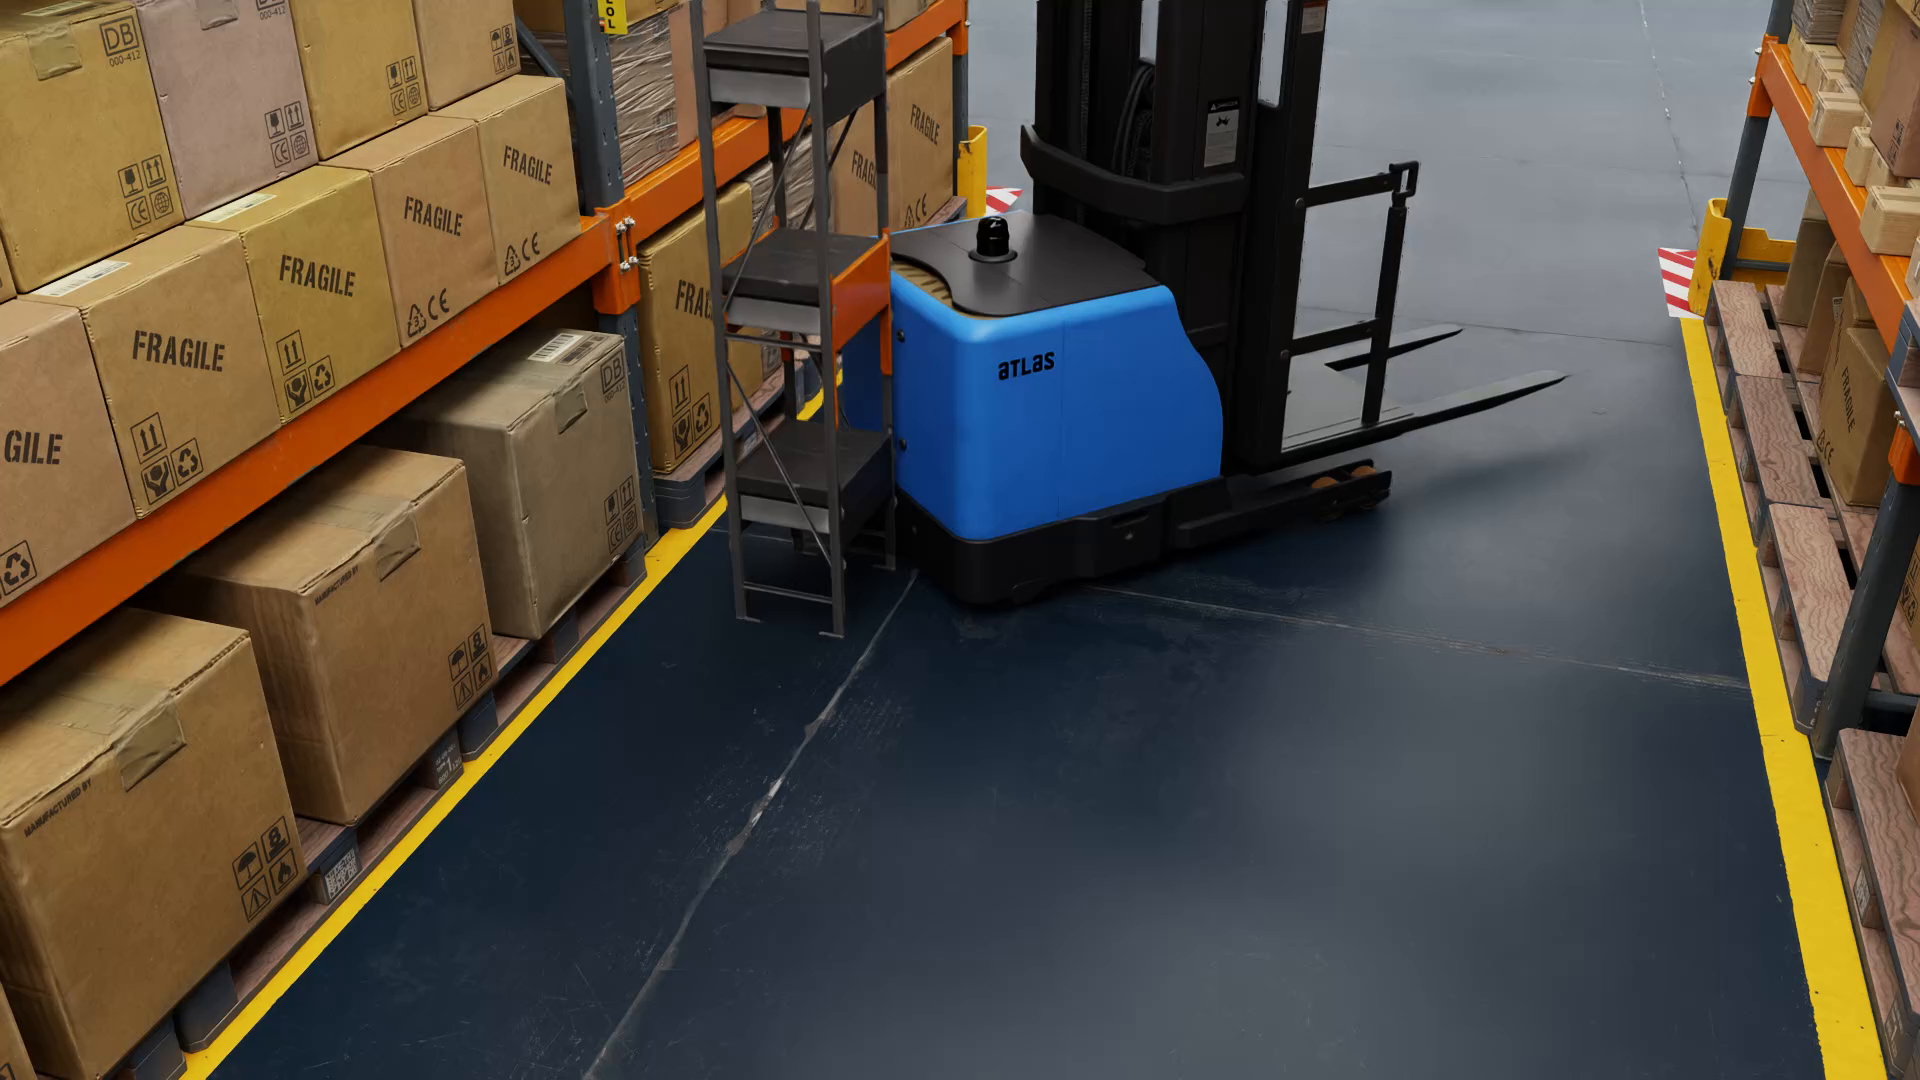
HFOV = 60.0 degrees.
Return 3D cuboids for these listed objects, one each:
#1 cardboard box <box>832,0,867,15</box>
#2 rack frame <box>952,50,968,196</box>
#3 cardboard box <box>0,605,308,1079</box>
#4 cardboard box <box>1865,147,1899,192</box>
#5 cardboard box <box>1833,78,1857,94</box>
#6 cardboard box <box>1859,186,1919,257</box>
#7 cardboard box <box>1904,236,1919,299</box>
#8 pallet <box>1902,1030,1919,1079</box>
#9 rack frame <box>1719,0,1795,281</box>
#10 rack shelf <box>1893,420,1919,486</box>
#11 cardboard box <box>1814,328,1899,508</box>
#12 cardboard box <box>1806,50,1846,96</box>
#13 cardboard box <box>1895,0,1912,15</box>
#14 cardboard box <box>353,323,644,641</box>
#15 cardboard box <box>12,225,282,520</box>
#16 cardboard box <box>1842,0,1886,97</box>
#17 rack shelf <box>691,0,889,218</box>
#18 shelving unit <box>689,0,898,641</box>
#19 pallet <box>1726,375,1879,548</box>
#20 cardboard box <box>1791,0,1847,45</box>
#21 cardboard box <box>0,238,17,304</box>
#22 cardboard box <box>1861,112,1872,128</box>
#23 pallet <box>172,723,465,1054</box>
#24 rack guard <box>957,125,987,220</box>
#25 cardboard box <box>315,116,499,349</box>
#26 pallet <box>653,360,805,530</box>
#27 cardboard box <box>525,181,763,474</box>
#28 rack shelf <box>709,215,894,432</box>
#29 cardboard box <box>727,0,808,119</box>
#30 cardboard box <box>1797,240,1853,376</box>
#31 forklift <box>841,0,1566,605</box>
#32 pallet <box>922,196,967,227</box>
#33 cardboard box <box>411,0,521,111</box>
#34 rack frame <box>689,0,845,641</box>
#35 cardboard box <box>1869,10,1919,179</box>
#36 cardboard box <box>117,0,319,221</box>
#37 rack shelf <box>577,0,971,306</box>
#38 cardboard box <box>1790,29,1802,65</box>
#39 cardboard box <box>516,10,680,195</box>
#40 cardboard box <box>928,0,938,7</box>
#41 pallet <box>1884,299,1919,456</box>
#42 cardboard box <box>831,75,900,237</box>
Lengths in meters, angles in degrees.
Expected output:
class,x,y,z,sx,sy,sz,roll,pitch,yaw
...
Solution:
class,x,y,z,sx,sy,sz,roll,pitch,yaw
cardboard box,-0.940,-2.597,7.679,0.875,0.550,0.550,8,30,15
rack frame,-0.449,-3.212,8.938,1.000,3.000,0.127,8,30,15
cardboard box,-2.279,0.629,3.916,1.050,0.750,0.750,9,30,16
cardboard box,3.285,-1.204,5.587,0.380,0.149,0.250,8,30,15
cardboard box,3.591,-1.667,6.419,0.380,0.149,0.250,8,30,15
cardboard box,3.051,-0.985,5.193,0.380,0.149,0.250,8,30,15
cardboard box,2.953,-0.745,4.762,0.380,0.149,0.250,8,30,15
pallet,2.505,1.551,3.244,1.003,0.211,1.213,8,30,15
rack frame,4.263,-2.457,7.581,1.000,3.000,0.127,8,30,15
rack shelf,2.502,0.646,2.743,1.077,0.370,4.000,8,30,15
cardboard box,3.512,-0.436,6.088,0.500,0.500,0.500,6,30,10
cardboard box,3.718,-1.902,6.842,0.380,0.149,0.250,8,30,15
cardboard box,3.251,-1.922,5.182,0.500,0.500,0.500,8,30,15
cardboard box,-1.719,-0.252,5.499,1.050,0.750,0.750,8,30,15
cardboard box,-1.964,-0.410,3.798,0.500,0.500,0.500,8,30,14
cardboard box,3.855,-1.903,6.177,0.875,0.500,0.500,8,30,15
rack shelf,-0.503,-1.323,5.057,0.431,0.518,0.480,10,30,17
shelving unit,-0.503,-0.724,5.391,0.431,2.100,0.503,10,30,17
pallet,3.608,-0.265,6.510,1.003,0.211,1.213,8,30,15
cardboard box,4.075,-2.379,7.032,0.875,0.500,0.500,8,30,15
cardboard box,-2.360,-0.656,3.212,0.700,0.500,0.500,8,30,14
cardboard box,3.472,-1.430,5.994,0.380,0.149,0.250,8,30,15
pallet,-2.134,0.804,4.588,1.003,0.211,1.213,8,30,15
rack guard,-0.442,-2.130,9.565,1.175,0.500,0.348,8,30,15
cardboard box,-1.669,-0.881,4.645,0.500,0.500,0.500,8,30,14
pallet,-1.325,-0.476,6.889,1.003,0.211,1.213,8,30,15
cardboard box,-1.372,-0.890,6.518,0.875,0.875,0.875,9,30,16
rack shelf,-0.503,-0.712,5.398,0.431,0.518,0.480,10,30,17
cardboard box,-1.115,-2.084,6.757,0.875,0.550,0.550,8,30,15
cardboard box,3.921,-0.978,7.061,0.500,0.500,0.500,17,33,28
forklift,1.086,-1.563,6.044,3.031,2.935,1.130,-15,33,-25
pallet,-0.609,-1.610,8.928,1.003,0.211,1.213,8,30,15
cardboard box,-1.763,-1.602,4.912,0.700,0.500,0.500,8,30,14
rack frame,-0.582,-0.612,5.189,0.400,2.100,0.015,10,30,17
cardboard box,3.511,-1.446,5.355,0.875,0.500,0.500,8,30,15
cardboard box,-2.061,-1.128,4.060,0.700,0.500,0.500,9,30,15
rack shelf,-1.036,-1.968,7.442,1.077,0.370,4.000,8,30,15
cardboard box,3.860,-2.135,7.261,0.380,0.149,0.250,8,30,15
cardboard box,-1.526,-1.591,5.871,0.875,0.550,0.550,8,30,15
cardboard box,-0.515,-3.098,8.580,0.875,0.550,0.550,8,30,15
pallet,2.725,-0.180,3.685,1.003,0.211,1.213,8,30,15
cardboard box,-0.841,-1.733,8.033,0.875,0.875,0.875,8,30,14
